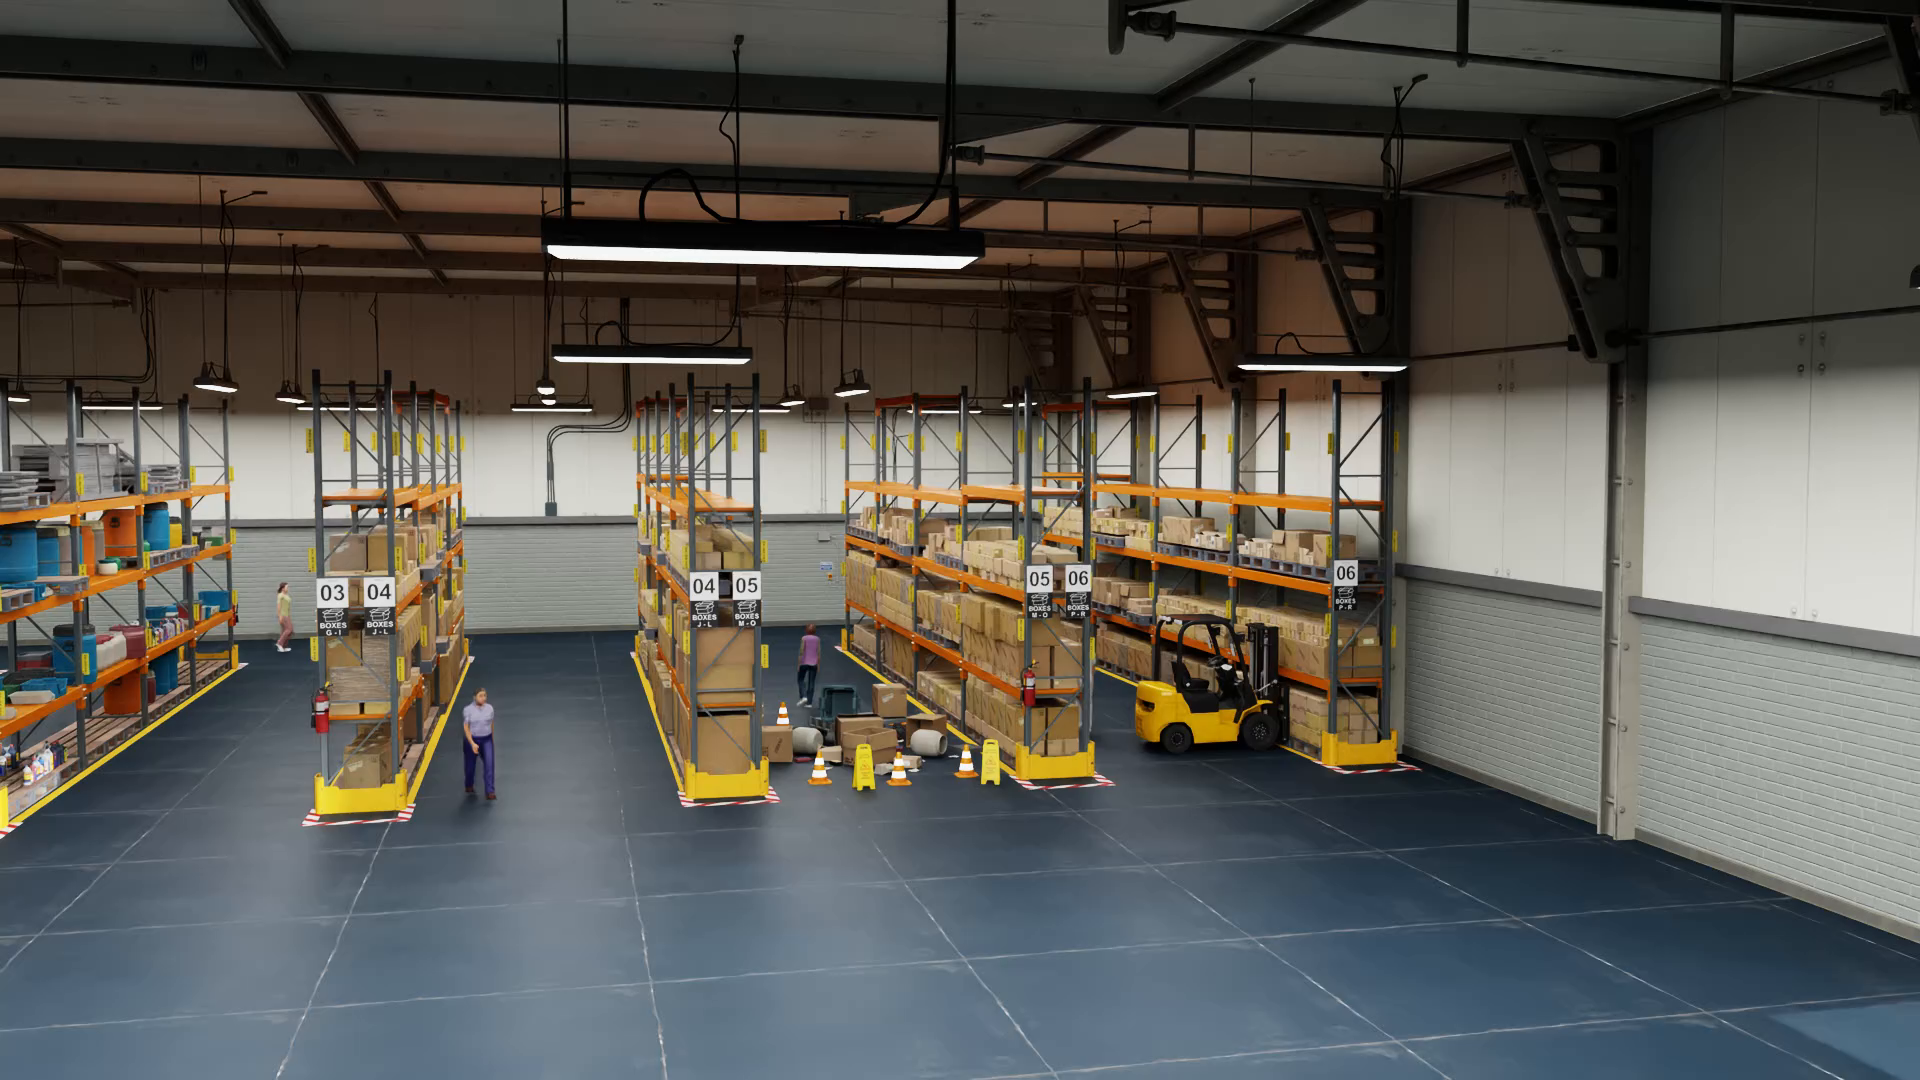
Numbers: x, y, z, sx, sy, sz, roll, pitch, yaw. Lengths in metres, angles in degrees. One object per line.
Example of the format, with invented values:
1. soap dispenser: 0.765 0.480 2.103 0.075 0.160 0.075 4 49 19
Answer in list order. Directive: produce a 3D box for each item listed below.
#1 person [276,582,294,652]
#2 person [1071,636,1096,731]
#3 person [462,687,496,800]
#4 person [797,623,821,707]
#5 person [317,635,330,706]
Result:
1. person: -16.216 1.847 39.955 0.421 1.669 0.476 -1 3 -12
2. person: 2.179 2.522 29.002 0.453 1.715 0.595 -1 3 -17
3. person: -6.767 2.854 23.442 0.465 1.560 1.084 -2 4 -28
4. person: -2.861 2.377 31.500 0.466 1.597 0.384 -1 3 -13
5. person: -12.032 2.315 31.880 0.628 1.665 1.068 -1 3 -16
